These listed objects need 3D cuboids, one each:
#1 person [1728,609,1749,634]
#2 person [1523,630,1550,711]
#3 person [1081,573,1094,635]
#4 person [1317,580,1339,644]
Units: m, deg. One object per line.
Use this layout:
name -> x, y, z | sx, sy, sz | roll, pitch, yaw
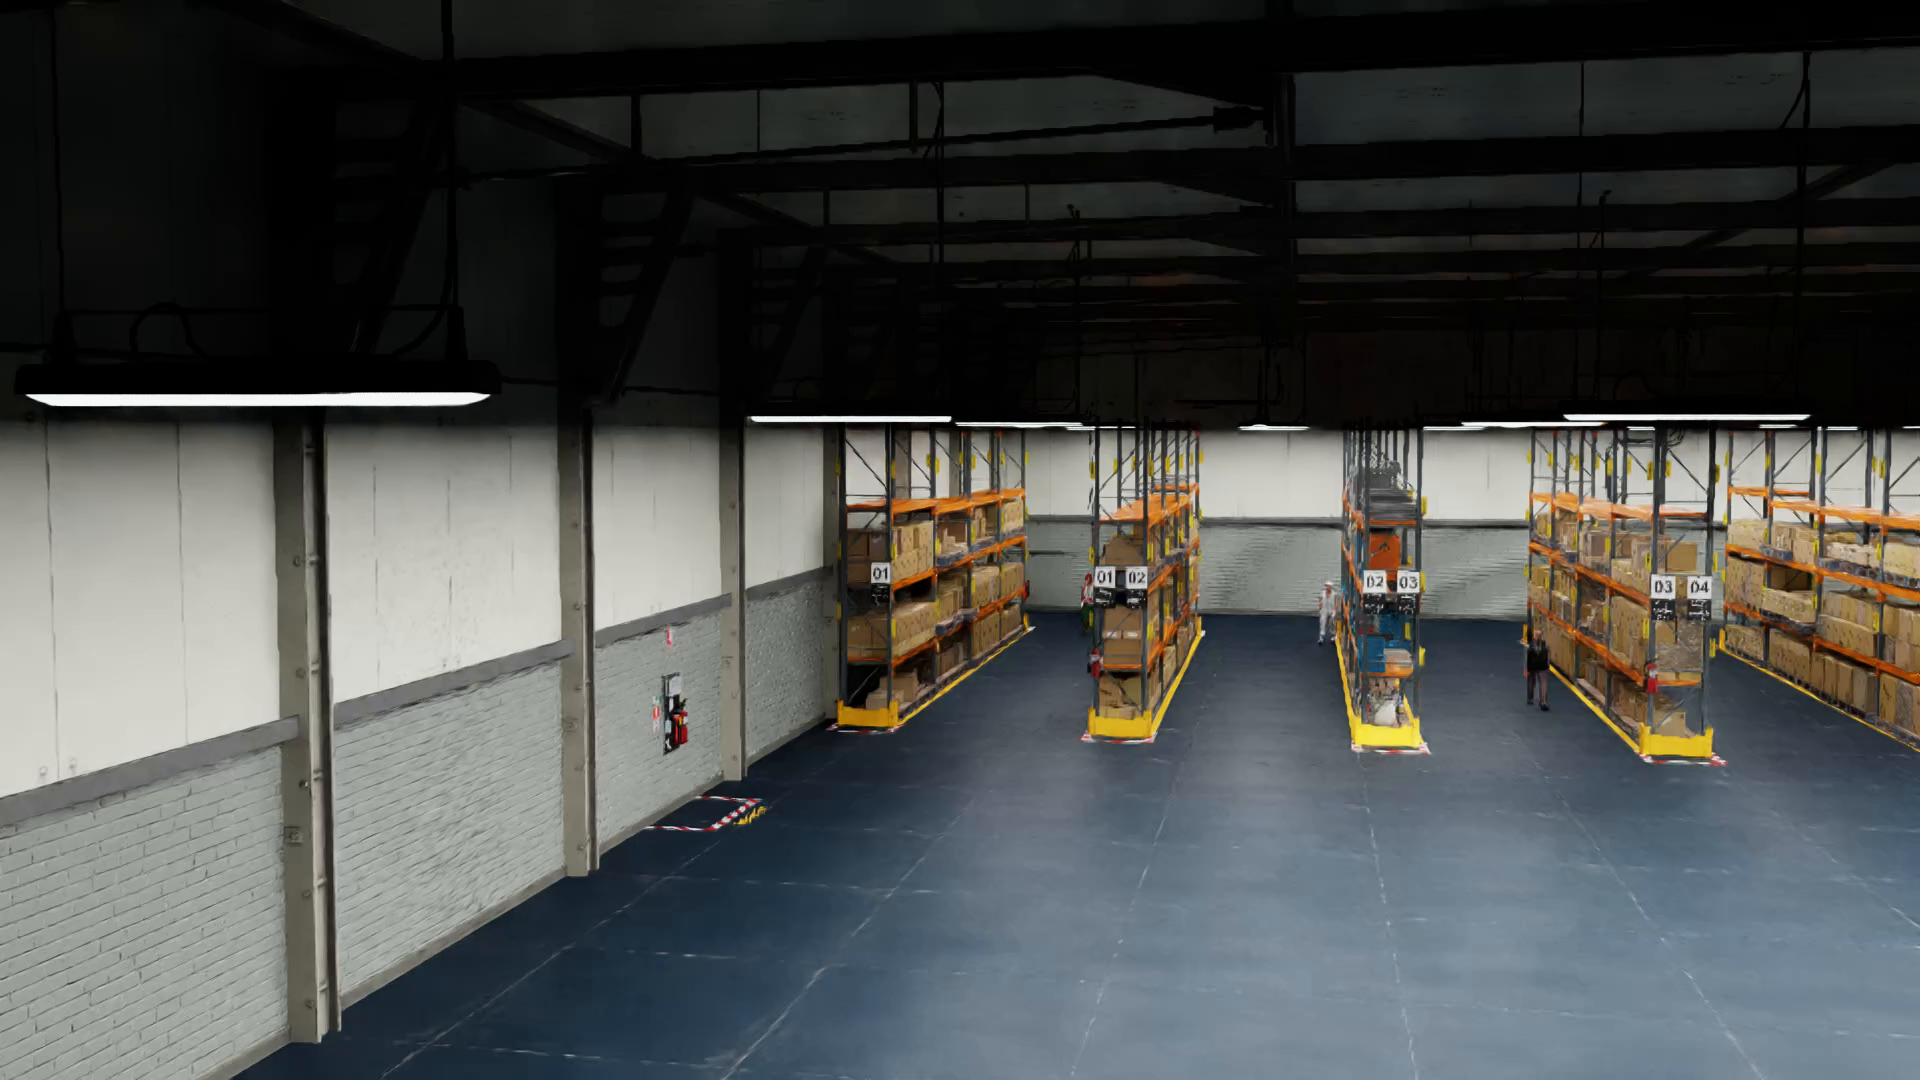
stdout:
person -> 21.365, 1.896, 45.550 | 0.612, 1.756, 0.576 | -2, 4, -25
person -> 11.890, 2.662, 34.315 | 0.543, 1.648, 1.115 | 1, 4, 14
person -> 3.683, 1.797, 47.166 | 0.565, 1.734, 1.045 | 1, 4, 11
person -> 9.941, 1.939, 44.837 | 0.534, 1.726, 1.038 | 1, 4, 21
